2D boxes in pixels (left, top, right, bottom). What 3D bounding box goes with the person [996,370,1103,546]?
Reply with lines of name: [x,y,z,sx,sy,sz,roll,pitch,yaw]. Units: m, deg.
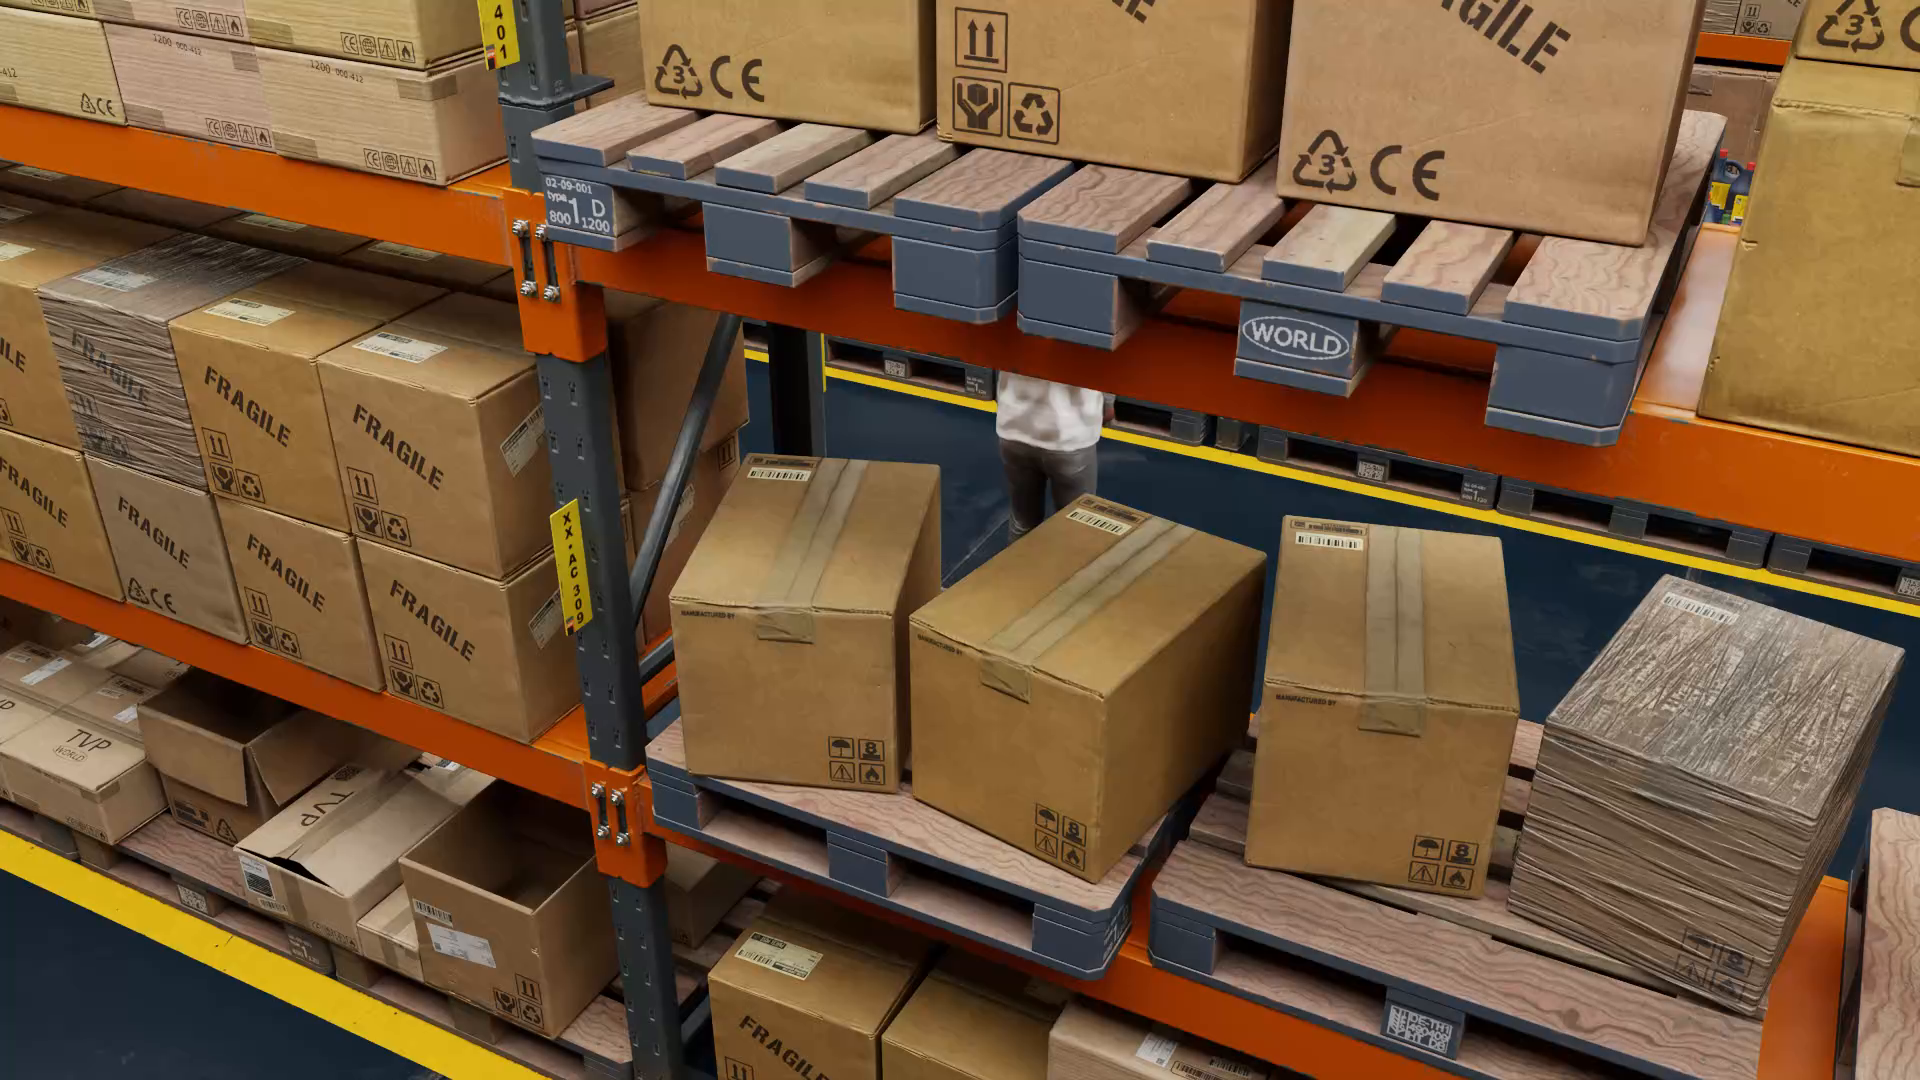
person: [0.366,-0.354,6.897,0.447,1.481,0.363,14,33,23]
